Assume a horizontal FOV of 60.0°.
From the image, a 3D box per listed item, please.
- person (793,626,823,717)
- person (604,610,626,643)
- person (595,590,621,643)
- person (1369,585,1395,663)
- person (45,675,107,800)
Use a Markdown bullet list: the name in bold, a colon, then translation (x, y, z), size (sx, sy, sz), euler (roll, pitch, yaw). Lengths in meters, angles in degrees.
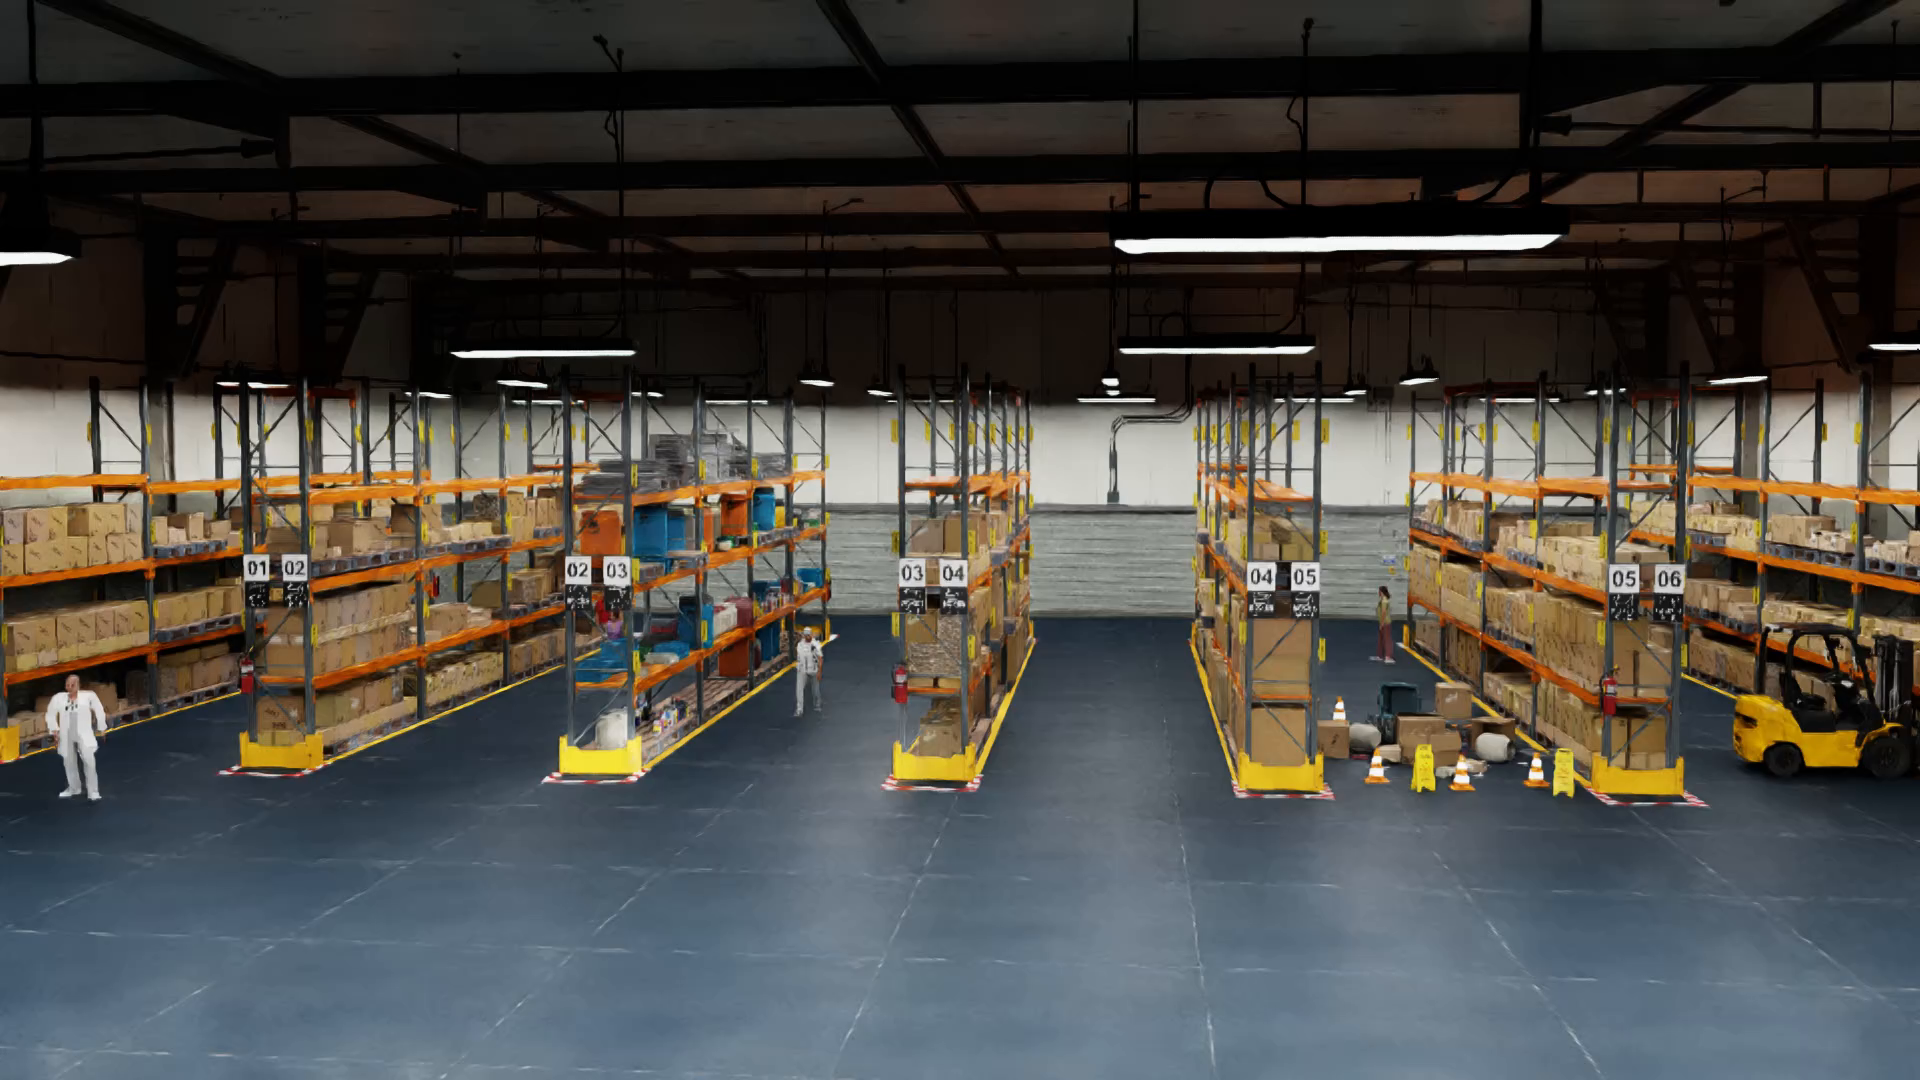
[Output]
- **person**: translation (-2.667, 2.308, 29.440), size (0.481, 1.583, 1.093), euler (0, 4, 3)
- **person**: translation (-6.840, 2.111, 32.958), size (0.418, 1.512, 1.035), euler (0, 4, 7)
- **person**: translation (-7.656, 1.851, 36.039), size (0.542, 1.645, 1.124), euler (1, 4, 8)
- **person**: translation (9.224, 1.821, 36.315), size (0.574, 1.665, 0.588), euler (1, 4, 16)
- **person**: translation (-12.054, 2.679, 22.686), size (0.715, 1.726, 0.833), euler (-1, 4, -15)
